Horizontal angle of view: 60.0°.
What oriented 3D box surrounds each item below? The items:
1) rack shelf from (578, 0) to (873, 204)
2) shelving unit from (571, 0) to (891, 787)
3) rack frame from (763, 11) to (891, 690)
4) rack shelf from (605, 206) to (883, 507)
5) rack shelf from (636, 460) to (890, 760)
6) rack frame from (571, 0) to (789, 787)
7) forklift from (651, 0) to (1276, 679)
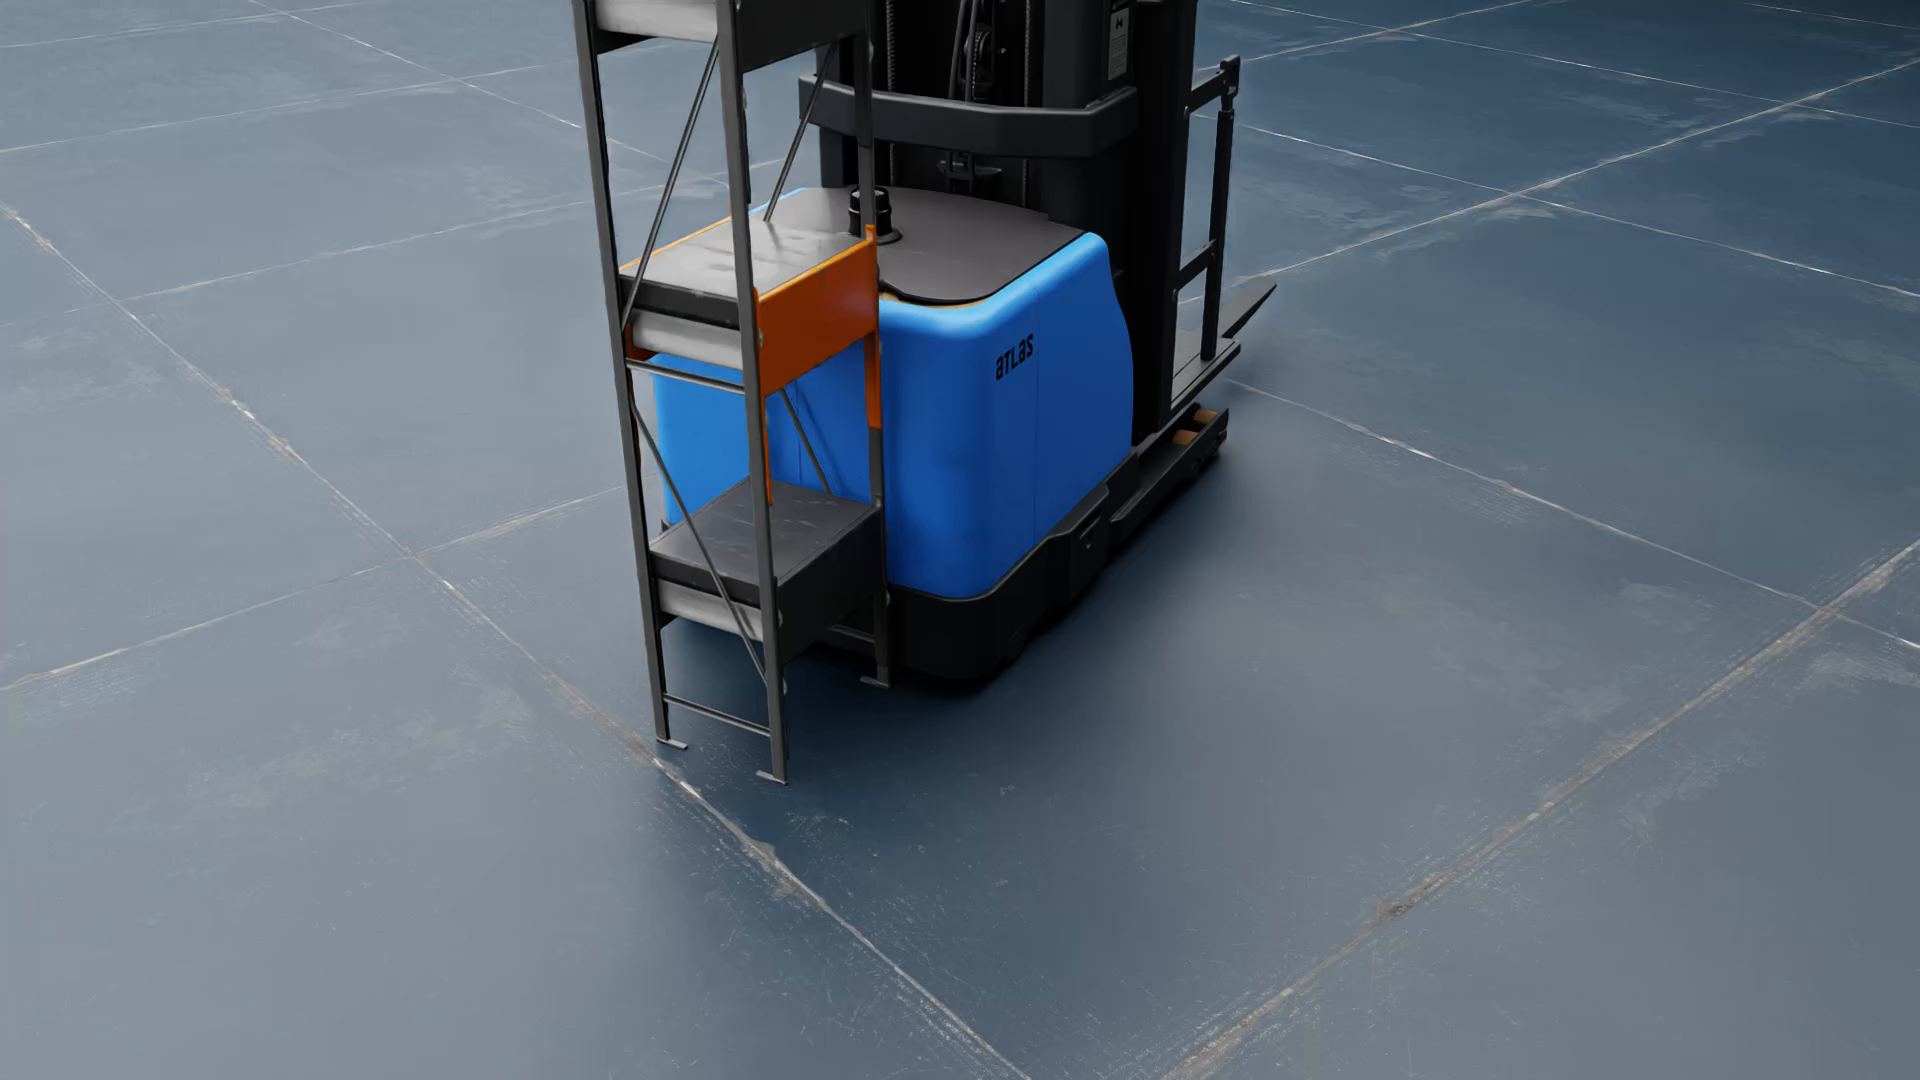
[{"bbox_3d":[-0.495,-1.063,3.548,0.431,0.518,0.480,15,32,26],"label":"rack shelf"},{"bbox_3d":[-0.490,-0.461,3.878,0.431,2.100,0.503,15,32,26],"label":"shelving unit"},{"bbox_3d":[-0.371,-0.565,4.064,0.400,2.100,0.015,15,32,26],"label":"rack frame"},{"bbox_3d":[-0.490,-0.450,3.885,0.431,0.518,0.480,15,32,26],"label":"rack shelf"},{"bbox_3d":[-0.486,0.164,4.222,0.431,0.518,0.480,15,32,26],"label":"rack shelf"},{"bbox_3d":[-0.609,-0.358,3.692,0.400,2.100,0.015,15,32,26],"label":"rack frame"},{"bbox_3d":[0.281,-1.589,5.113,1.130,2.935,3.031,14,31,24],"label":"forklift"}]
